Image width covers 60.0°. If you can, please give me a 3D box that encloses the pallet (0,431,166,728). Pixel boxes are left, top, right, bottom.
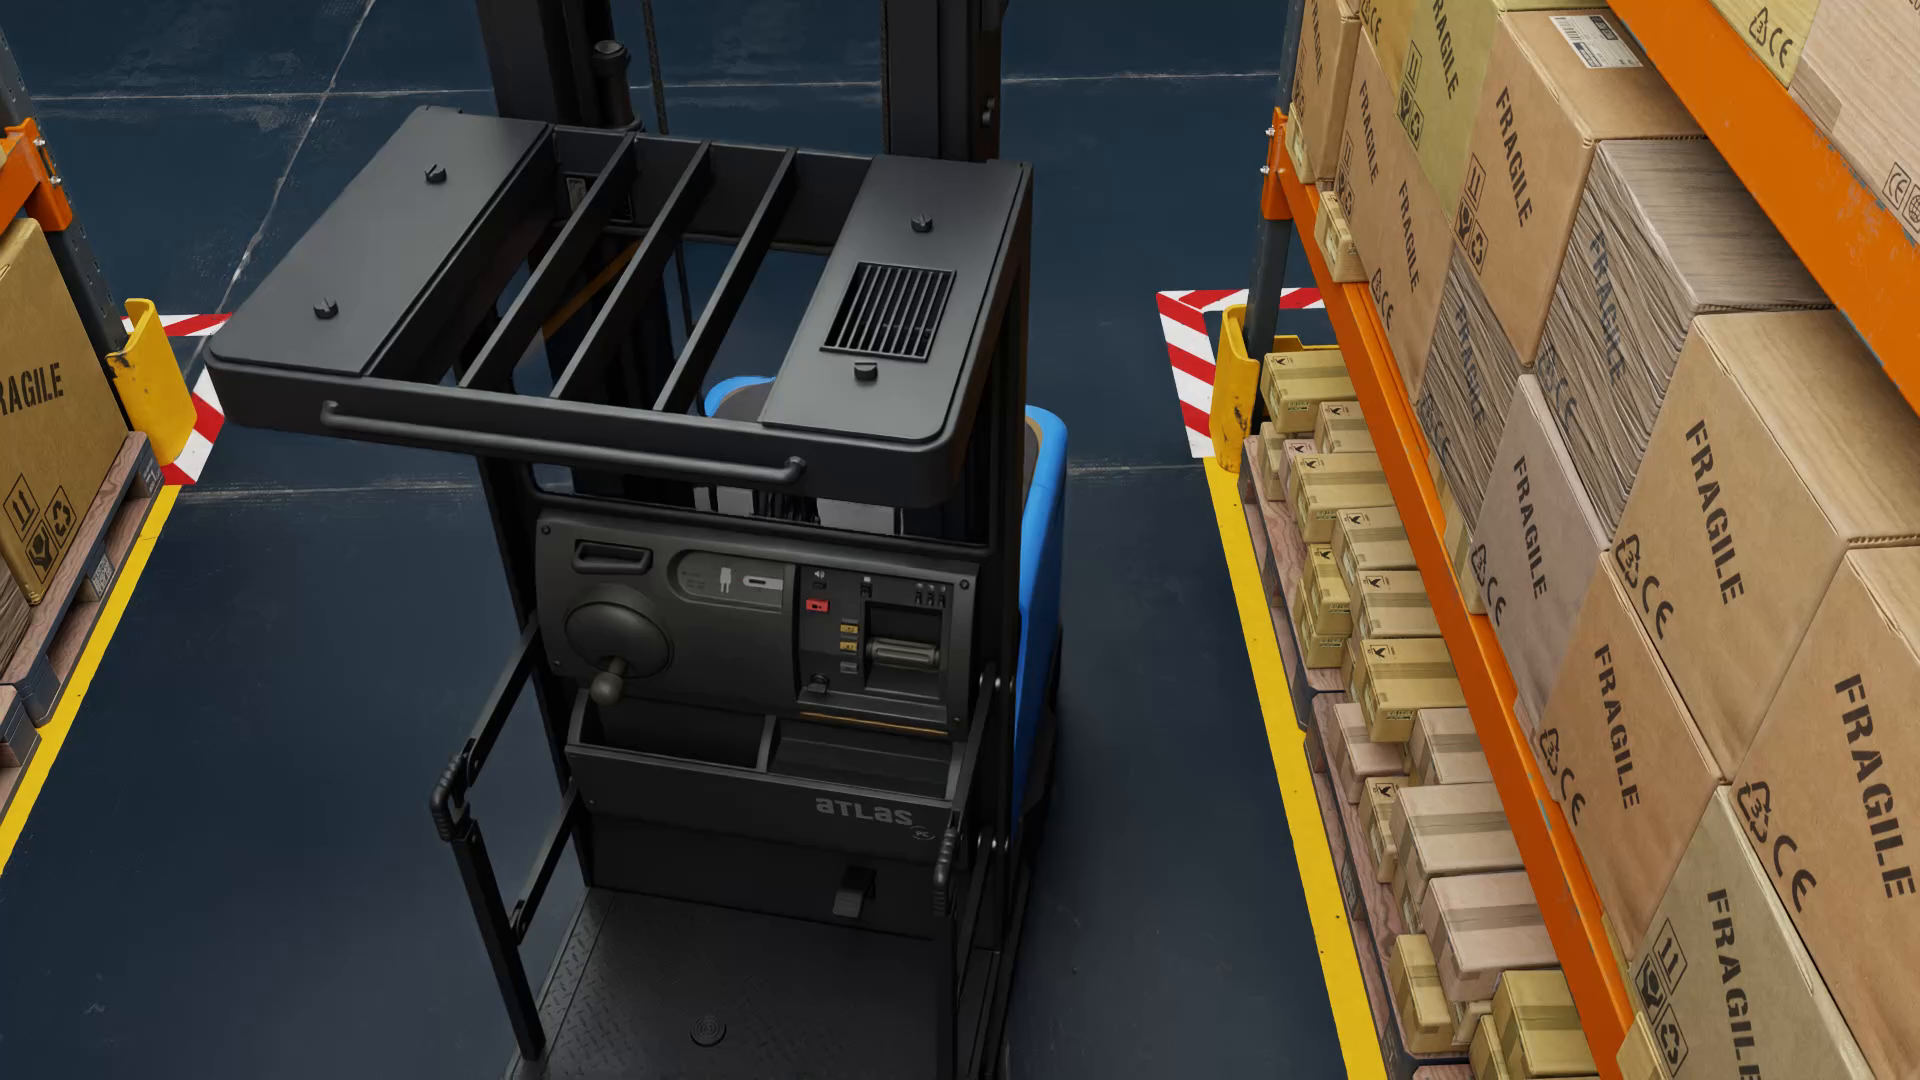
[{"bbox_3d":[-3.332,0.111,5.472,1.003,0.211,1.213,-2,43,-2],"label":"pallet"}]

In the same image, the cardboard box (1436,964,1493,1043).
[{"bbox_3d":[1.359,1.049,3.965,0.380,0.149,0.250,-1,43,-1],"label":"cardboard box"}]

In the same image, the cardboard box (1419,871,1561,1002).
[{"bbox_3d":[1.305,0.919,3.886,0.380,0.149,0.250,-4,43,-4],"label":"cardboard box"}]

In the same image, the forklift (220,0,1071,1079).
[{"bbox_3d":[-0.457,0.236,3.323,1.130,2.935,3.031,7,43,8],"label":"forklift"}]

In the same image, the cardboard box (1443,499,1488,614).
[{"bbox_3d":[1.301,0.025,3.688,0.380,0.149,0.250,-1,43,-1],"label":"cardboard box"}]

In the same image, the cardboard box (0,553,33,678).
[{"bbox_3d":[-3.298,0.218,4.553,0.875,0.875,0.875,-2,43,-2],"label":"cardboard box"}]

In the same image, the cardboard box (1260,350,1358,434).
[{"bbox_3d":[1.199,-0.488,5.421,0.380,0.149,0.250,-3,43,-4],"label":"cardboard box"}]

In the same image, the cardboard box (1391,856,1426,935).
[{"bbox_3d":[1.341,0.937,4.307,0.380,0.149,0.250,-1,43,-1],"label":"cardboard box"}]

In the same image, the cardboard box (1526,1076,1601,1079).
[{"bbox_3d":[1.342,1.277,3.496,0.380,0.149,0.250,-2,43,-2],"label":"cardboard box"}]

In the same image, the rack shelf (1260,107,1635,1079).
[{"bbox_3d":[1.601,0.087,3.967,1.077,0.370,4.000,-2,43,-2],"label":"rack shelf"}]

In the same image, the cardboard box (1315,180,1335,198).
[{"bbox_3d":[1.254,-1.037,4.847,0.380,0.149,0.250,0,43,0],"label":"cardboard box"}]

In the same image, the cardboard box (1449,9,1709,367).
[{"bbox_3d":[1.322,-0.696,3.256,0.500,0.500,0.500,-3,43,-3],"label":"cardboard box"}]

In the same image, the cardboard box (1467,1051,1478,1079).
[{"bbox_3d":[1.436,1.278,3.935,0.380,0.149,0.250,-3,43,-3],"label":"cardboard box"}]

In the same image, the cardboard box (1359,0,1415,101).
[{"bbox_3d":[1.297,-1.392,4.015,0.500,0.500,0.500,-1,43,-1],"label":"cardboard box"}]

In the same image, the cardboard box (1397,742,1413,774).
[{"bbox_3d":[1.397,0.503,4.560,0.380,0.149,0.250,0,43,0],"label":"cardboard box"}]

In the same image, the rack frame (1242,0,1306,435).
[{"bbox_3d":[1.516,-1.528,5.197,1.000,3.000,0.127,-2,43,-2],"label":"rack frame"}]

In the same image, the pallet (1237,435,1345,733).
[{"bbox_3d":[1.518,0.100,5.484,1.003,0.211,1.213,-2,43,-2],"label":"pallet"}]

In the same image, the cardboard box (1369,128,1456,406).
[{"bbox_3d":[1.315,-0.672,3.969,0.500,0.500,0.500,-1,43,-1],"label":"cardboard box"}]

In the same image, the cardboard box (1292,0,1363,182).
[{"bbox_3d":[1.259,-1.364,4.724,0.500,0.500,0.500,0,43,0],"label":"cardboard box"}]

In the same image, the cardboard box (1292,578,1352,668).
[{"bbox_3d":[1.230,0.248,5.058,0.380,0.149,0.250,-1,43,-1],"label":"cardboard box"}]

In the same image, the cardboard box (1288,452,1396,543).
[{"bbox_3d":[1.213,-0.132,5.032,0.380,0.149,0.250,-2,43,-2],"label":"cardboard box"}]

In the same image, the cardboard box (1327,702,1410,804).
[{"bbox_3d":[1.260,0.589,4.687,0.380,0.149,0.250,-4,43,-4],"label":"cardboard box"}]

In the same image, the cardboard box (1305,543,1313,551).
[{"bbox_3d":[1.311,-0.095,5.433,0.380,0.149,0.250,-2,43,-2],"label":"cardboard box"}]

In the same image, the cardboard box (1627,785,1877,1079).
[{"bbox_3d":[1.383,0.707,2.464,0.500,0.500,0.500,-2,43,-2],"label":"cardboard box"}]

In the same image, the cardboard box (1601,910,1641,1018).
[{"bbox_3d":[1.368,0.726,2.924,0.380,0.149,0.250,0,43,0],"label":"cardboard box"}]

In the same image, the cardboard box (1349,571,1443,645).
[{"bbox_3d":[1.309,0.221,4.648,0.380,0.149,0.250,0,43,0],"label":"cardboard box"}]

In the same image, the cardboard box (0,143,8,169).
[{"bbox_3d":[-3.100,-1.131,4.949,0.380,0.149,0.250,-1,43,-1],"label":"cardboard box"}]

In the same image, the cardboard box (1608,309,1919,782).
[{"bbox_3d":[1.368,-0.001,2.497,0.500,0.500,0.500,-3,43,-3],"label":"cardboard box"}]

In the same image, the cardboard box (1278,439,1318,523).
[{"bbox_3d":[1.237,-0.194,5.321,0.380,0.149,0.250,-2,43,-2],"label":"cardboard box"}]

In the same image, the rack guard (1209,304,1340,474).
[{"bbox_3d":[1.519,-0.555,5.986,1.175,0.500,0.348,-2,43,-2],"label":"rack guard"}]

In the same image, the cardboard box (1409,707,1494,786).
[{"bbox_3d":[1.380,0.567,4.270,0.380,0.149,0.250,-2,43,-2],"label":"cardboard box"}]

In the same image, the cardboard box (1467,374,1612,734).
[{"bbox_3d":[1.342,0.021,3.213,0.500,0.500,0.500,-2,43,-2],"label":"cardboard box"}]

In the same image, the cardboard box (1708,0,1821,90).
[{"bbox_3d":[1.363,-0.882,2.384,0.500,0.250,0.500,-2,43,-2],"label":"cardboard box"}]

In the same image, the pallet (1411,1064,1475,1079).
[{"bbox_3d":[1.622,1.748,3.687,1.003,0.211,1.213,-2,43,-2],"label":"pallet"}]

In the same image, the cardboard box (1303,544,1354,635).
[{"bbox_3d":[1.238,0.145,4.951,0.380,0.149,0.250,0,43,0],"label":"cardboard box"}]

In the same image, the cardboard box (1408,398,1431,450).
[{"bbox_3d":[1.329,-0.331,4.078,0.380,0.149,0.250,-2,43,-3],"label":"cardboard box"}]
